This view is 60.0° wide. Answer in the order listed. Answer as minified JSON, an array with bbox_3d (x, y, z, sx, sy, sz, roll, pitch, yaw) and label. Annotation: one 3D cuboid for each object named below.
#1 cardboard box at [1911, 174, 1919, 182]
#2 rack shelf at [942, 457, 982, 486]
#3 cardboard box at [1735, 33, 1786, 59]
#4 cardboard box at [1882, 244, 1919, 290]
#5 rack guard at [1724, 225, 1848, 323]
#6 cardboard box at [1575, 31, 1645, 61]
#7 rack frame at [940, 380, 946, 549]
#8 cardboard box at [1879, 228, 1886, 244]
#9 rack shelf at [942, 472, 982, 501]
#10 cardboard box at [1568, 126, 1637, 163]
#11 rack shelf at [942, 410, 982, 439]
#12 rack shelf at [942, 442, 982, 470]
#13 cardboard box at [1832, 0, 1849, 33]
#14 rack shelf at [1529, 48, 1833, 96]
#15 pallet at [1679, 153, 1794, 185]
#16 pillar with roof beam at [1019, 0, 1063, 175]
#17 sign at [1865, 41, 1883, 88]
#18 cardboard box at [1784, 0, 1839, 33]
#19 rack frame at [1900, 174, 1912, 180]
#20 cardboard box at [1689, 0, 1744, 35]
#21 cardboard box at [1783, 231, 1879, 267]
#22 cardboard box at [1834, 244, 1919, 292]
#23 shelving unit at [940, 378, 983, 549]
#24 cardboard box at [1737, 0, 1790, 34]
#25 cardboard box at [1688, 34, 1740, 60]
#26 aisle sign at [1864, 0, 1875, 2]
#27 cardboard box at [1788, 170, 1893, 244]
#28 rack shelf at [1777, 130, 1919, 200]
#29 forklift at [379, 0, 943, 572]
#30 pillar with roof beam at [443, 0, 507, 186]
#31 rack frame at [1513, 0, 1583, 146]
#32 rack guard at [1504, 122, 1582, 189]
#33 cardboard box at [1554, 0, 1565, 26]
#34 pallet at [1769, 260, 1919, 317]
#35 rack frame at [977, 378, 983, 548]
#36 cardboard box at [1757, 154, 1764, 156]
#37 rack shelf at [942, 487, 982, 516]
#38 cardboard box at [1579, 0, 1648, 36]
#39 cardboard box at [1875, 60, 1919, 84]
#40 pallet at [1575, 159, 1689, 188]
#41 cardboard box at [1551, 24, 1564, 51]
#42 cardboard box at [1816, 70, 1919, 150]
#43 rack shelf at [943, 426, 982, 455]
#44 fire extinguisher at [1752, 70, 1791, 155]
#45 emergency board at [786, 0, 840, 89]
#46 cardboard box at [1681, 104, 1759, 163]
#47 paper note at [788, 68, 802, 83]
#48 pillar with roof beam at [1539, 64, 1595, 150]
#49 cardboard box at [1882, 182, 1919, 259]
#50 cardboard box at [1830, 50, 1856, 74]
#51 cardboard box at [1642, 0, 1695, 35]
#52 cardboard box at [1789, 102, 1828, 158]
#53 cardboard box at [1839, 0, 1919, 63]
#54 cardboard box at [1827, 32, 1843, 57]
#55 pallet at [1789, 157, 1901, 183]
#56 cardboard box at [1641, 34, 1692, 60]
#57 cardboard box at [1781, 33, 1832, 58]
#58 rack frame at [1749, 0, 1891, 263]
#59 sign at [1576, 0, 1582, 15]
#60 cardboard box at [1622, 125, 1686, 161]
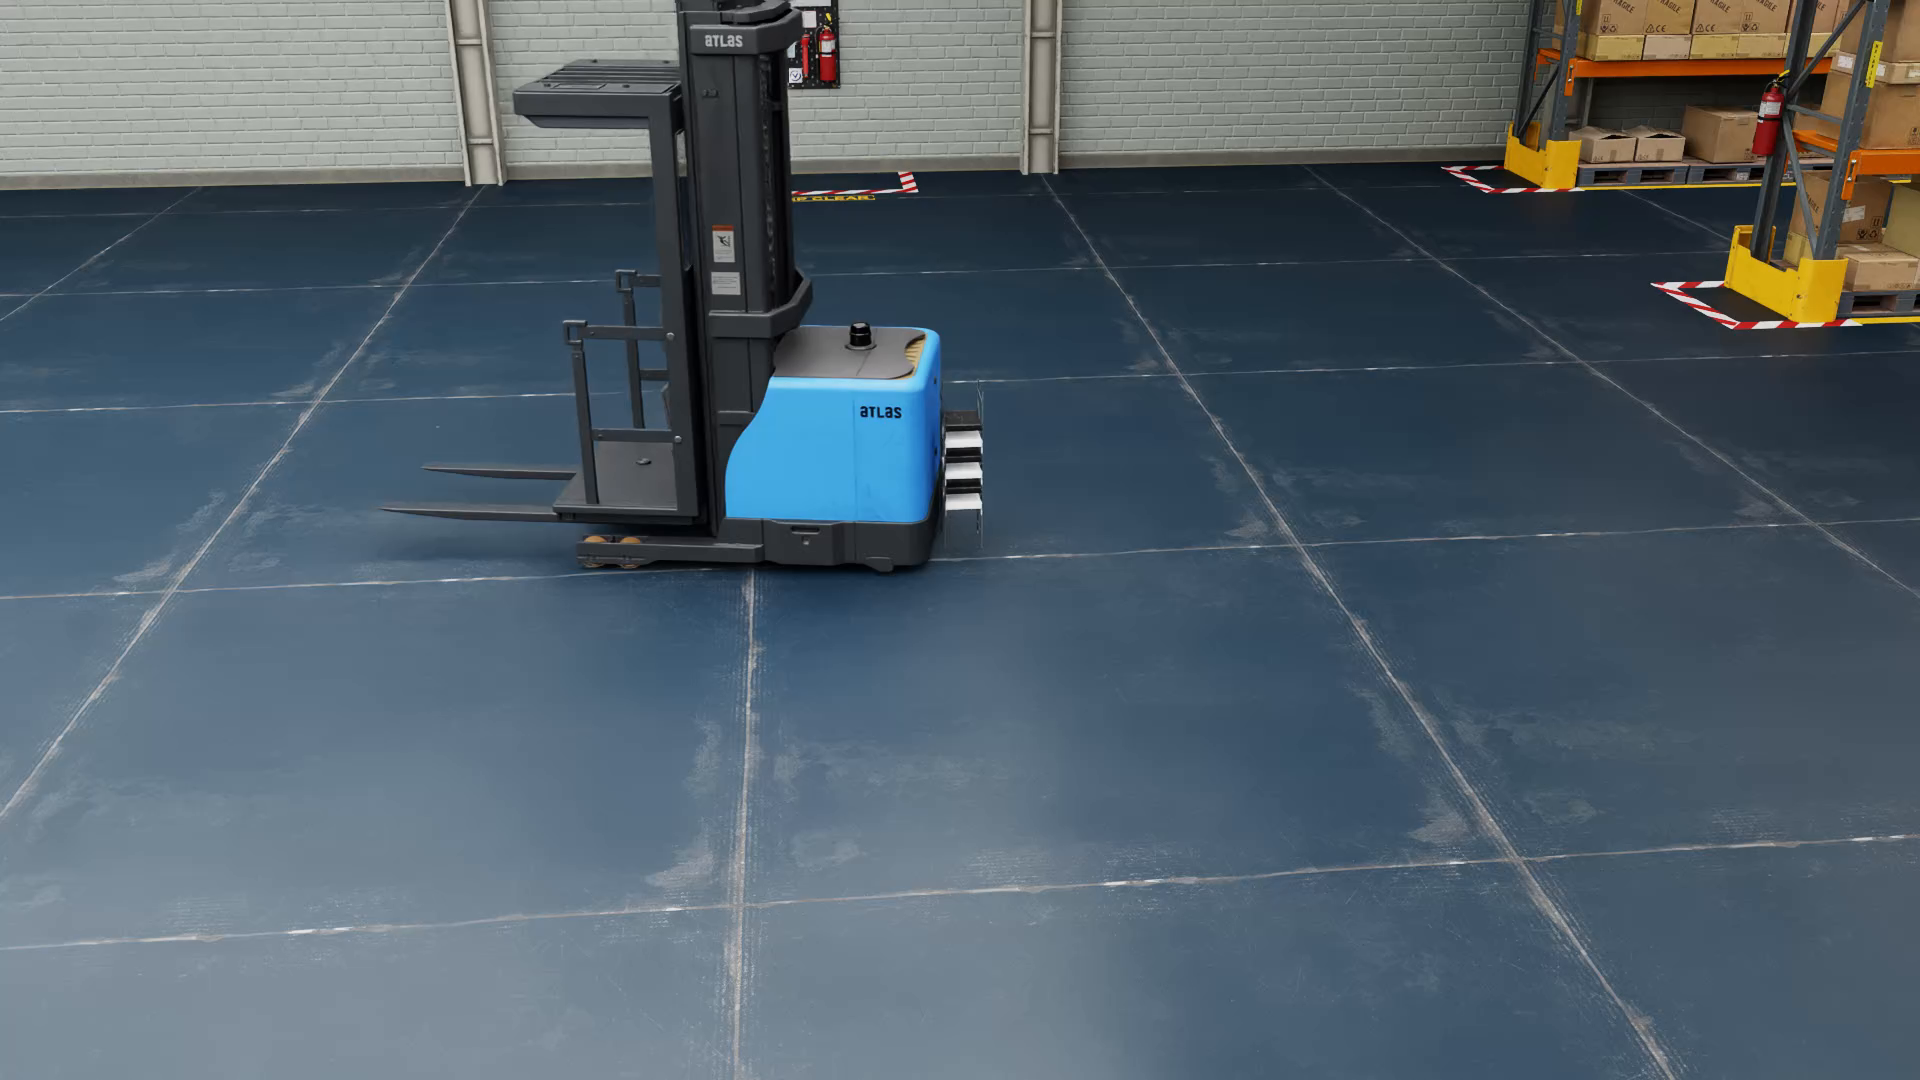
[{"bbox_3d":[8.223,-2.786,13.769,0.500,0.500,0.500,-2,24,-5],"label":"cardboard box"},{"bbox_3d":[0.008,-0.381,9.081,0.200,0.077,0.258,-2,24,-5],"label":"rack shelf"},{"bbox_3d":[8.277,-5.217,17.455,0.500,0.250,0.500,-2,24,-5],"label":"cardboard box"},{"bbox_3d":[7.778,-2.208,13.393,0.500,0.250,0.500,-2,24,-5],"label":"cardboard box"},{"bbox_3d":[6.701,-2.177,13.532,0.348,0.500,1.175,-2,24,-5],"label":"rack guard"},{"bbox_3d":[6.751,-5.154,17.312,0.500,0.250,0.500,-3,24,-7],"label":"cardboard box"},{"bbox_3d":[-0.093,-0.407,9.059,0.006,0.900,0.240,-2,24,-5],"label":"rack frame"},{"bbox_3d":[7.726,-2.421,13.872,0.500,0.250,0.500,-2,24,-5],"label":"cardboard box"},{"bbox_3d":[0.008,-0.299,9.118,0.200,0.077,0.258,-2,24,-5],"label":"rack shelf"},{"bbox_3d":[6.932,-4.286,17.968,0.500,0.311,0.500,-5,24,-11],"label":"cardboard box"},{"bbox_3d":[0.008,-0.628,8.972,0.200,0.077,0.258,-2,24,-5],"label":"rack shelf"},{"bbox_3d":[0.008,-0.463,9.045,0.200,0.077,0.258,-2,24,-5],"label":"rack shelf"},{"bbox_3d":[9.279,-5.599,17.390,0.500,0.500,0.500,-2,24,-5],"label":"cardboard box"},{"bbox_3d":[8.225,-5.073,17.856,4.000,0.370,1.077,-2,24,-5],"label":"rack shelf"},{"bbox_3d":[8.333,-4.116,18.251,1.213,0.211,1.003,-2,24,-5],"label":"pallet"},{"bbox_3d":[1.298,-6.461,12.708,0.400,9.000,9.100,-2,24,-5],"label":"pillar with roof beam"},{"bbox_3d":[6.773,-3.527,12.329,0.005,0.325,0.100,-2,24,-5],"label":"sign"},{"bbox_3d":[8.776,-5.583,17.355,0.500,0.500,0.500,-3,24,-7],"label":"cardboard box"},{"bbox_3d":[10.215,-5.482,17.890,0.127,3.000,1.000,-2,24,-5],"label":"rack frame"},{"bbox_3d":[7.746,-5.537,17.250,0.500,0.500,0.500,-3,24,-7],"label":"cardboard box"},{"bbox_3d":[7.229,-2.396,13.816,0.500,0.250,0.500,-2,24,-5],"label":"cardboard box"},{"bbox_3d":[7.280,-2.187,13.345,0.500,0.250,0.500,-2,24,-5],"label":"cardboard box"},{"bbox_3d":[0.008,-0.412,9.068,0.210,0.900,0.258,-2,24,-5],"label":"shelving unit"},{"bbox_3d":[8.259,-5.562,17.307,0.500,0.500,0.500,-2,24,-3],"label":"cardboard box"},{"bbox_3d":[7.774,-5.198,17.412,0.500,0.250,0.500,-3,24,-6],"label":"cardboard box"},{"bbox_3d":[6.690,-4.381,12.214,0.004,0.787,0.394,-2,24,-5],"label":"aisle sign"},{"bbox_3d":[7.229,-2.740,13.666,0.500,0.500,0.500,-2,24,-5],"label":"cardboard box"},{"bbox_3d":[8.715,-3.071,13.352,4.000,0.370,1.077,-2,24,-5],"label":"rack shelf"},{"bbox_3d":[-1.641,-1.396,8.782,3.031,2.935,1.130,2,24,4],"label":"forklift"},{"bbox_3d":[-4.673,-6.222,12.169,0.400,9.000,9.100,-2,24,-5],"label":"pillar with roof beam"},{"bbox_3d":[6.234,-5.322,17.531,0.127,3.000,1.000,-2,24,-5],"label":"rack frame"},{"bbox_3d":[6.310,-4.183,18.045,0.348,0.500,1.175,-2,24,-5],"label":"rack guard"},{"bbox_3d":[6.682,-5.710,17.640,0.500,0.500,0.500,-3,24,-6],"label":"cardboard box"},{"bbox_3d":[7.482,-2.093,13.699,1.213,0.211,1.003,-2,24,-5],"label":"pallet"},{"bbox_3d":[0.109,-0.416,9.077,0.006,0.900,0.240,-2,24,-5],"label":"rack frame"},{"bbox_3d":[8.621,-4.324,18.254,0.250,0.149,0.380,-4,24,-9],"label":"cardboard box"},{"bbox_3d":[0.008,-0.217,9.155,0.200,0.077,0.258,-2,24,-5],"label":"rack shelf"},{"bbox_3d":[6.739,-5.503,17.174,0.500,0.500,0.500,-2,24,-5],"label":"cardboard box"},{"bbox_3d":[7.136,-3.591,12.713,0.250,0.149,0.380,-2,24,-6],"label":"cardboard box"},{"bbox_3d":[7.122,-4.069,18.145,1.213,0.211,1.003,-2,24,-5],"label":"pallet"},{"bbox_3d":[6.680,-5.360,17.775,0.500,0.250,0.500,-2,24,-4],"label":"cardboard box"},{"bbox_3d":[7.191,-3.379,13.036,0.500,0.500,0.700,-2,24,-5],"label":"cardboard box"},{"bbox_3d":[0.008,-0.546,9.008,0.200,0.077,0.258,-2,24,-5],"label":"rack shelf"},{"bbox_3d":[6.562,-3.468,13.454,0.183,0.674,0.296,-2,24,-5],"label":"fire extinguisher"},{"bbox_3d":[-1.588,-5.377,17.654,0.643,1.169,0.194,-2,24,-5],"label":"emergency board"},{"bbox_3d":[8.234,-4.404,18.001,0.500,0.500,0.700,-4,24,-8],"label":"cardboard box"},{"bbox_3d":[-1.771,-4.995,17.880,0.142,0.148,0.016,-2,24,-5],"label":"paper note"},{"bbox_3d":[7.269,-6.701,13.247,0.400,9.000,9.100,-2,24,-5],"label":"pillar with roof beam"},{"bbox_3d":[7.778,-2.550,13.239,0.500,0.500,0.500,-2,24,-5],"label":"cardboard box"},{"bbox_3d":[7.086,-3.754,13.082,0.250,0.149,0.380,-3,24,-6],"label":"cardboard box"},{"bbox_3d":[7.232,-5.519,17.210,0.500,0.500,0.500,-2,24,-5],"label":"cardboard box"},{"bbox_3d":[9.186,-4.483,18.179,0.500,0.500,0.500,-4,24,-9],"label":"cardboard box"},{"bbox_3d":[7.243,-3.974,12.777,0.500,0.500,0.700,-2,24,-5],"label":"cardboard box"},{"bbox_3d":[9.277,-5.264,17.561,0.500,0.250,0.500,-2,24,-5],"label":"cardboard box"},{"bbox_3d":[9.550,-4.166,18.364,1.213,0.211,1.003,-2,24,-5],"label":"pallet"},{"bbox_3d":[7.266,-5.180,17.372,0.500,0.250,0.500,-3,24,-7],"label":"cardboard box"},{"bbox_3d":[8.778,-5.238,17.502,0.500,0.250,0.500,-2,24,-5],"label":"cardboard box"},{"bbox_3d":[6.725,-3.320,13.026,0.127,3.000,1.000,-2,24,-5],"label":"rack frame"},{"bbox_3d":[6.288,-5.498,16.861,0.005,0.325,0.100,-2,24,-5],"label":"sign"},{"bbox_3d":[7.499,-4.308,18.019,0.500,0.311,0.500,0,24,-1],"label":"cardboard box"}]
